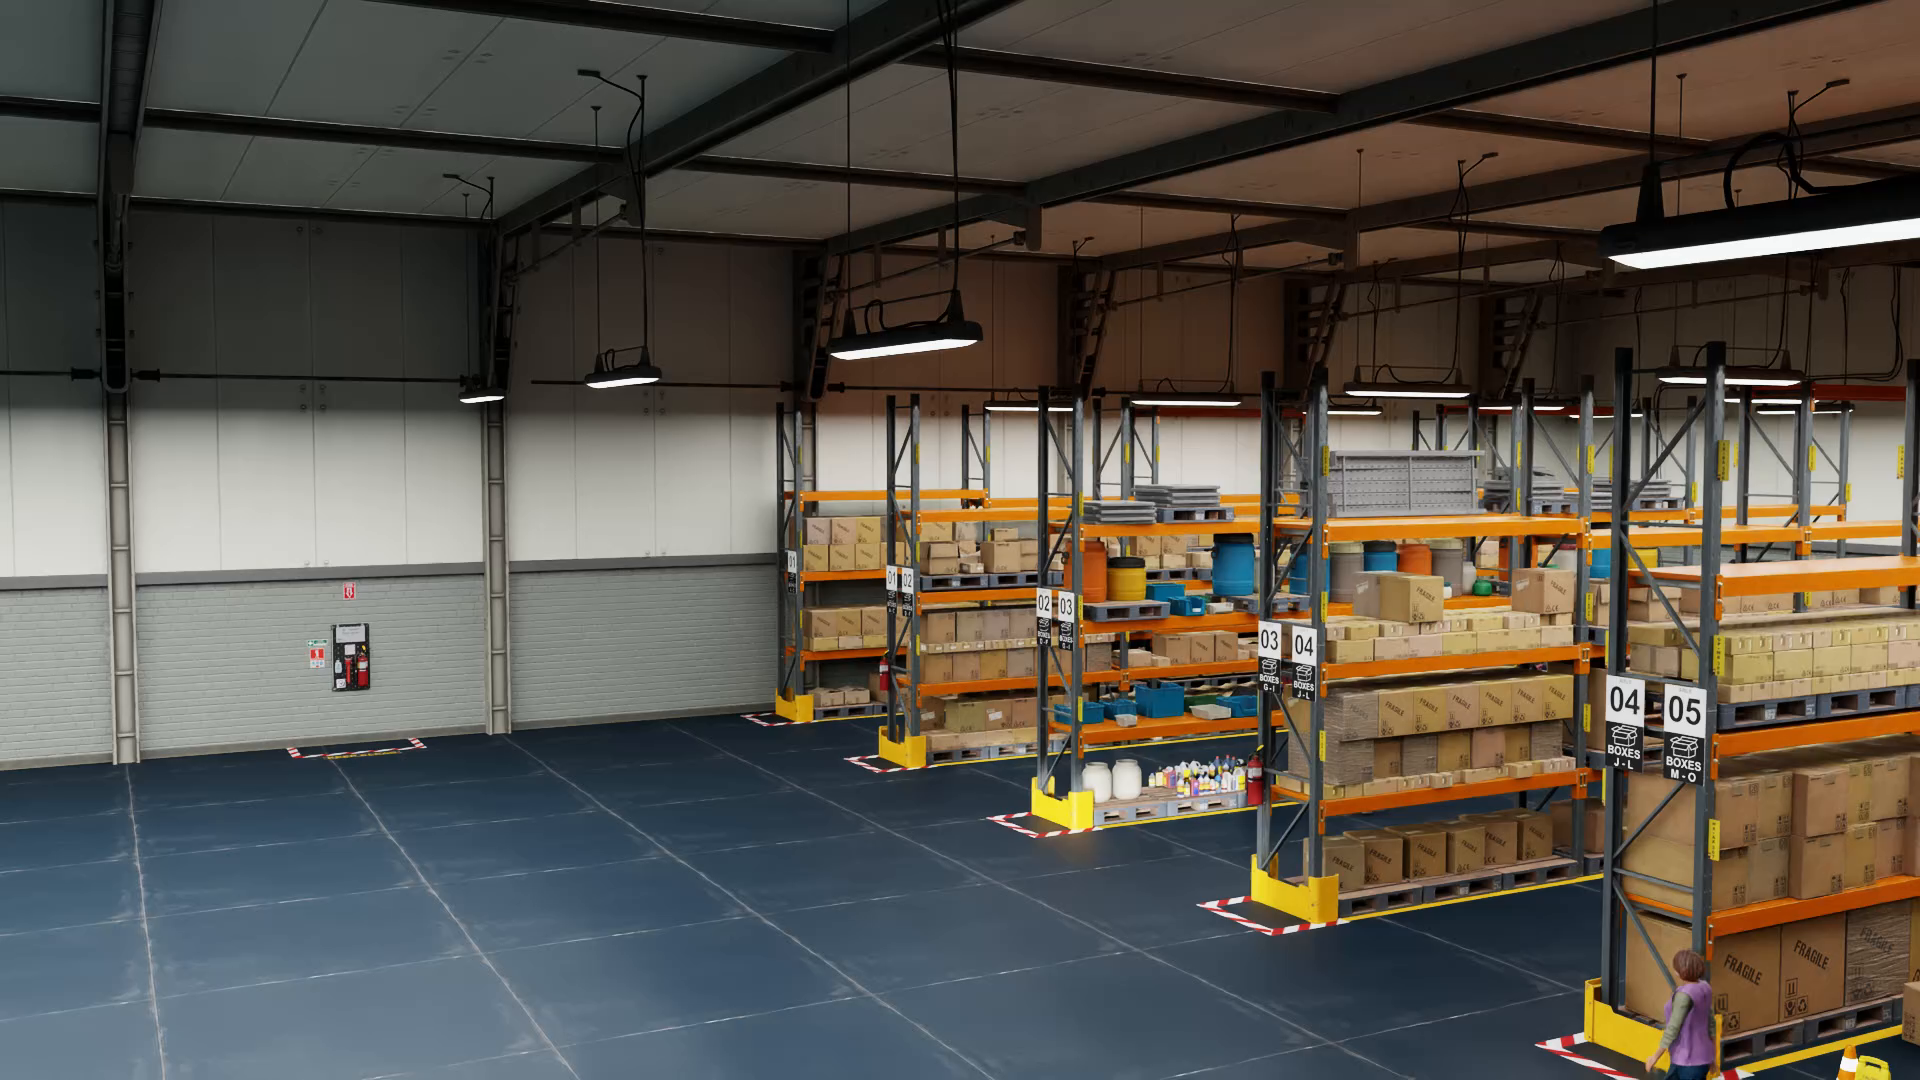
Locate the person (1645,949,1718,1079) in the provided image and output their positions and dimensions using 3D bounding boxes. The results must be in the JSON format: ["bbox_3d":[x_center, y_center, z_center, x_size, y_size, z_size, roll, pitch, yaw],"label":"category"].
[{"bbox_3d":[5.178,3.644,11.769,0.556,1.501,0.415,2,4,37],"label":"person"}]

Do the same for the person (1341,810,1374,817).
[{"bbox_3d":[5.602,3.042,23.256,0.520,1.719,0.504,-3,4,-41],"label":"person"}]
